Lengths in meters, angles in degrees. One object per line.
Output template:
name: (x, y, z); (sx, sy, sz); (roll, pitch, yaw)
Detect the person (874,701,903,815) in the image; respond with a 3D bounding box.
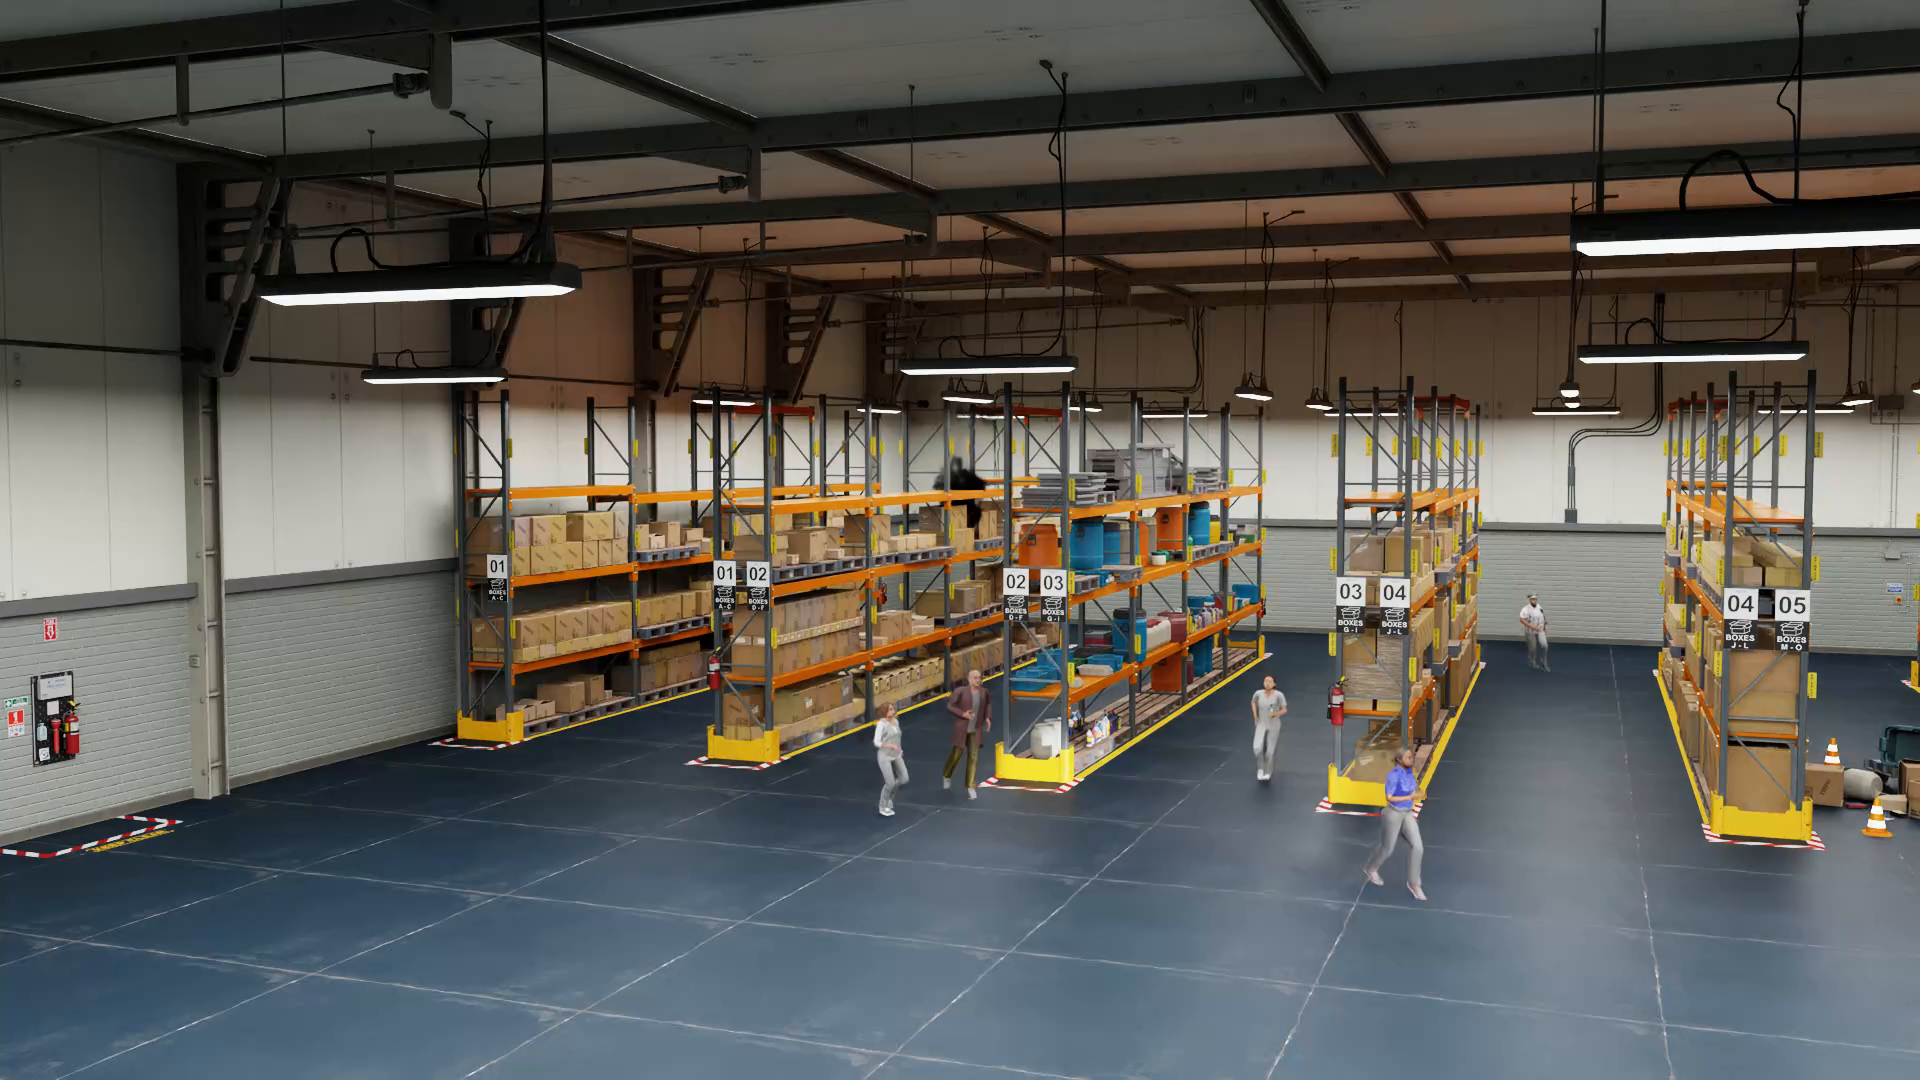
person: (-0.911, 2.973, 22.576); (0.534, 1.557, 0.523); (3, 4, 44)

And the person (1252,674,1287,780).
person: (4.605, 2.801, 24.851); (0.560, 1.627, 0.659); (1, 3, 19)

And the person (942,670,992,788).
person: (0.144, 2.719, 24.142); (0.743, 1.686, 0.785); (-1, 3, -18)

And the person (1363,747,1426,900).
person: (4.886, 3.170, 18.686); (0.562, 1.718, 0.845); (-2, 4, -34)

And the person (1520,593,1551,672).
person: (12.959, 2.086, 37.612); (0.721, 1.805, 0.767); (0, 3, -6)
